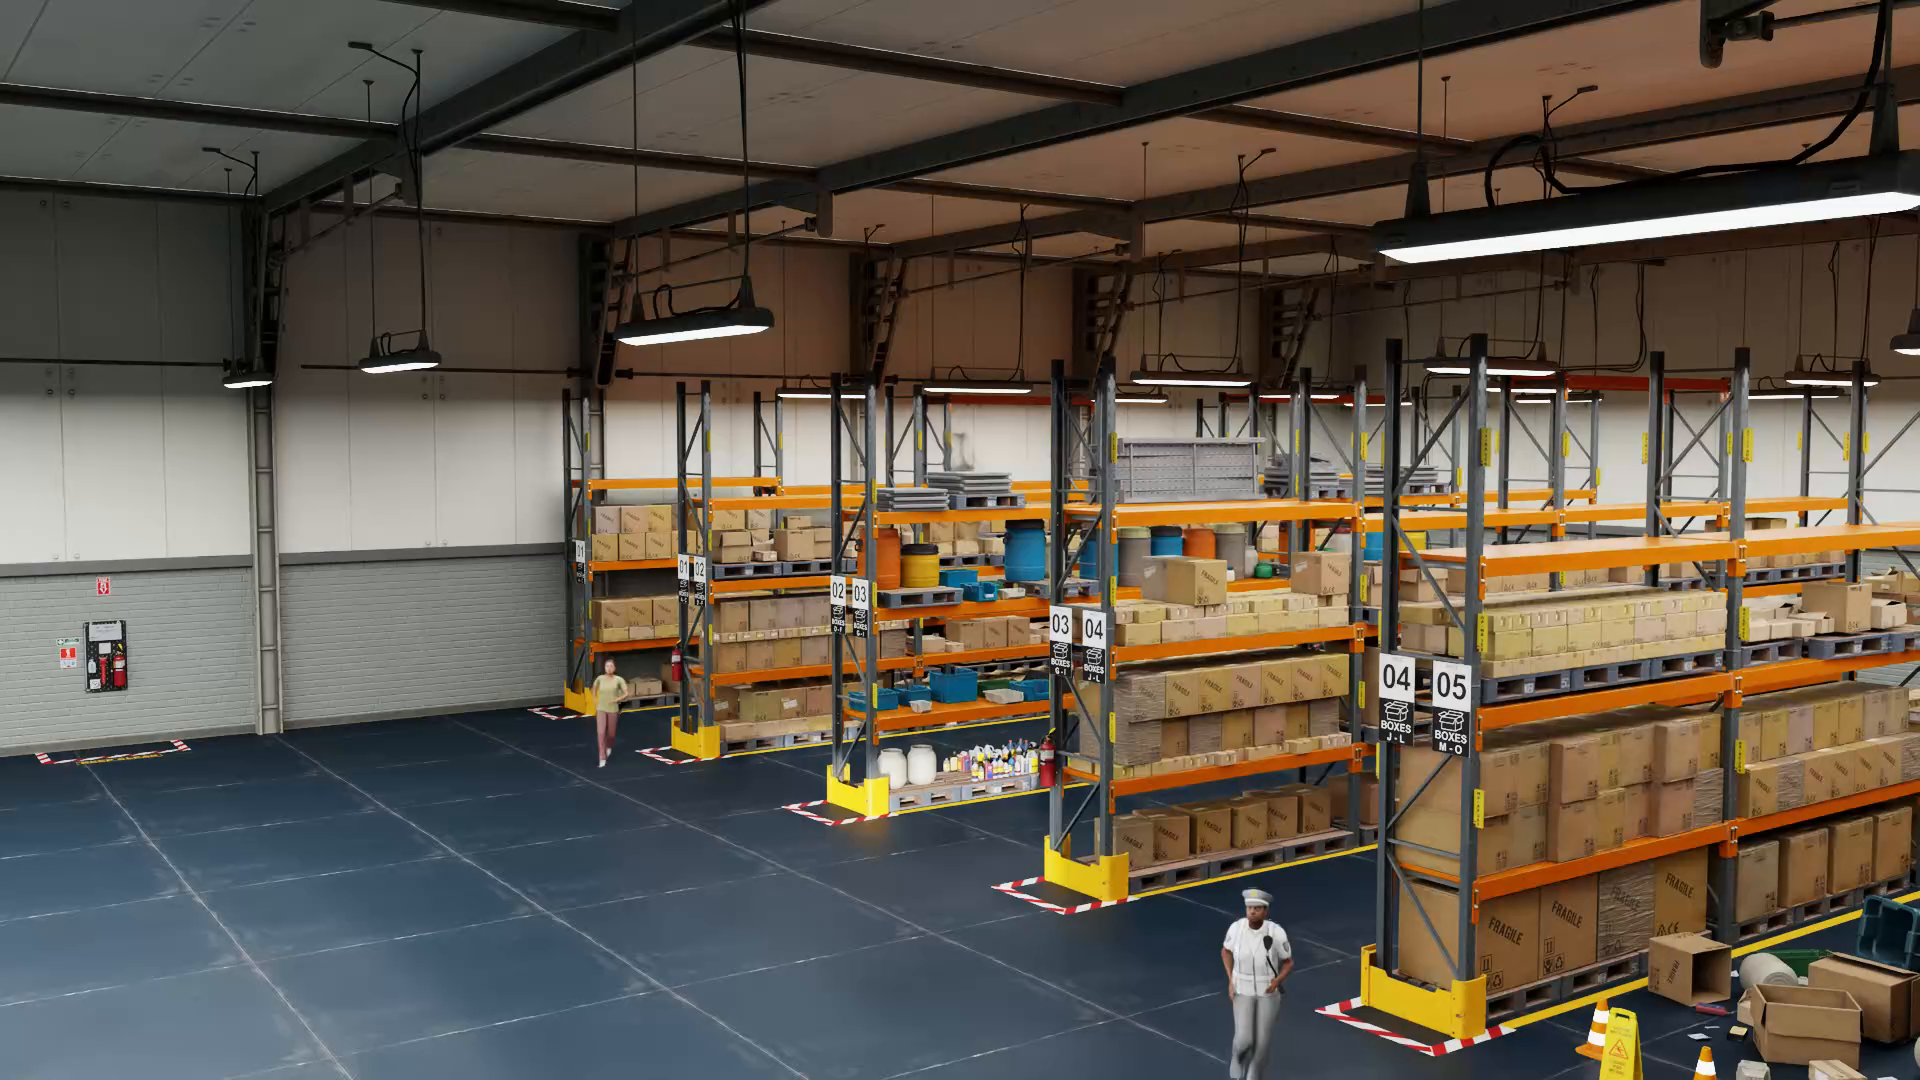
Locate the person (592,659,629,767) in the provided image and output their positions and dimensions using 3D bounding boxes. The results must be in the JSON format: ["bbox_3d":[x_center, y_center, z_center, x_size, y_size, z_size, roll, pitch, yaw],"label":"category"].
[{"bbox_3d":[-5.495,2.693,26.127,0.598,1.660,0.781,0,4,-4],"label":"person"}]

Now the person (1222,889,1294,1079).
[{"bbox_3d":[2.295,3.511,12.864,0.566,1.670,0.572,1,4,13],"label":"person"}]

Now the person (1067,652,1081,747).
[{"bbox_3d":[1.837,2.550,26.863,0.769,1.841,0.657,-3,5,-42],"label":"person"}]
